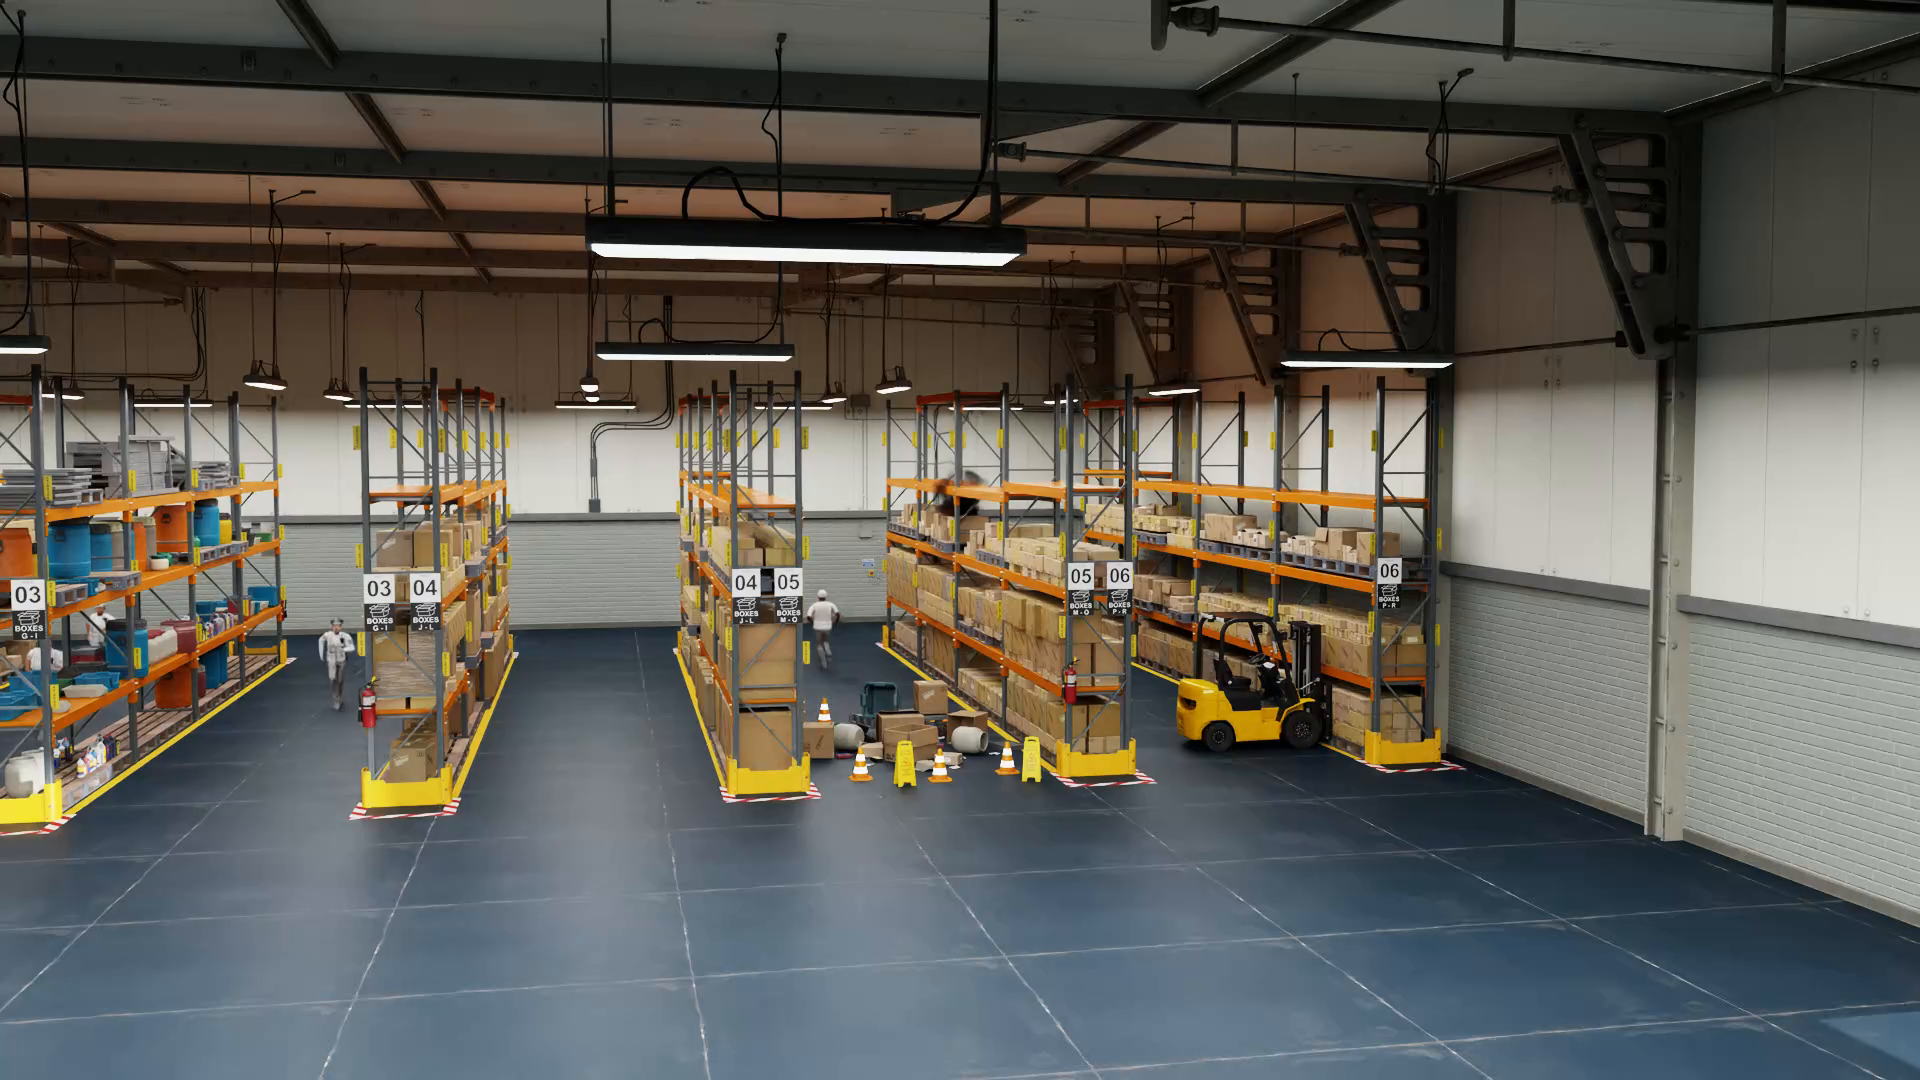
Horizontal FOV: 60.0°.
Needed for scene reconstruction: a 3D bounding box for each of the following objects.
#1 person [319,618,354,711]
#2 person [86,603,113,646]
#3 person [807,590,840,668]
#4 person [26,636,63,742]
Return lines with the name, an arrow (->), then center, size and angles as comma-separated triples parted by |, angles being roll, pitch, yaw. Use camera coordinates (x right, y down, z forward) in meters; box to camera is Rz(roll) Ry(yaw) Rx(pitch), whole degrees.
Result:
person -> -11.687, 2.311, 31.202 | 0.636, 1.725, 0.827 | -1, 4, -17
person -> -17.736, 2.132, 34.337 | 0.585, 1.724, 0.815 | -1, 4, -22
person -> -3.048, 1.951, 36.752 | 0.694, 1.727, 0.595 | -1, 4, -20
person -> -15.360, 2.470, 27.954 | 0.687, 1.827, 0.858 | -1, 4, -15
